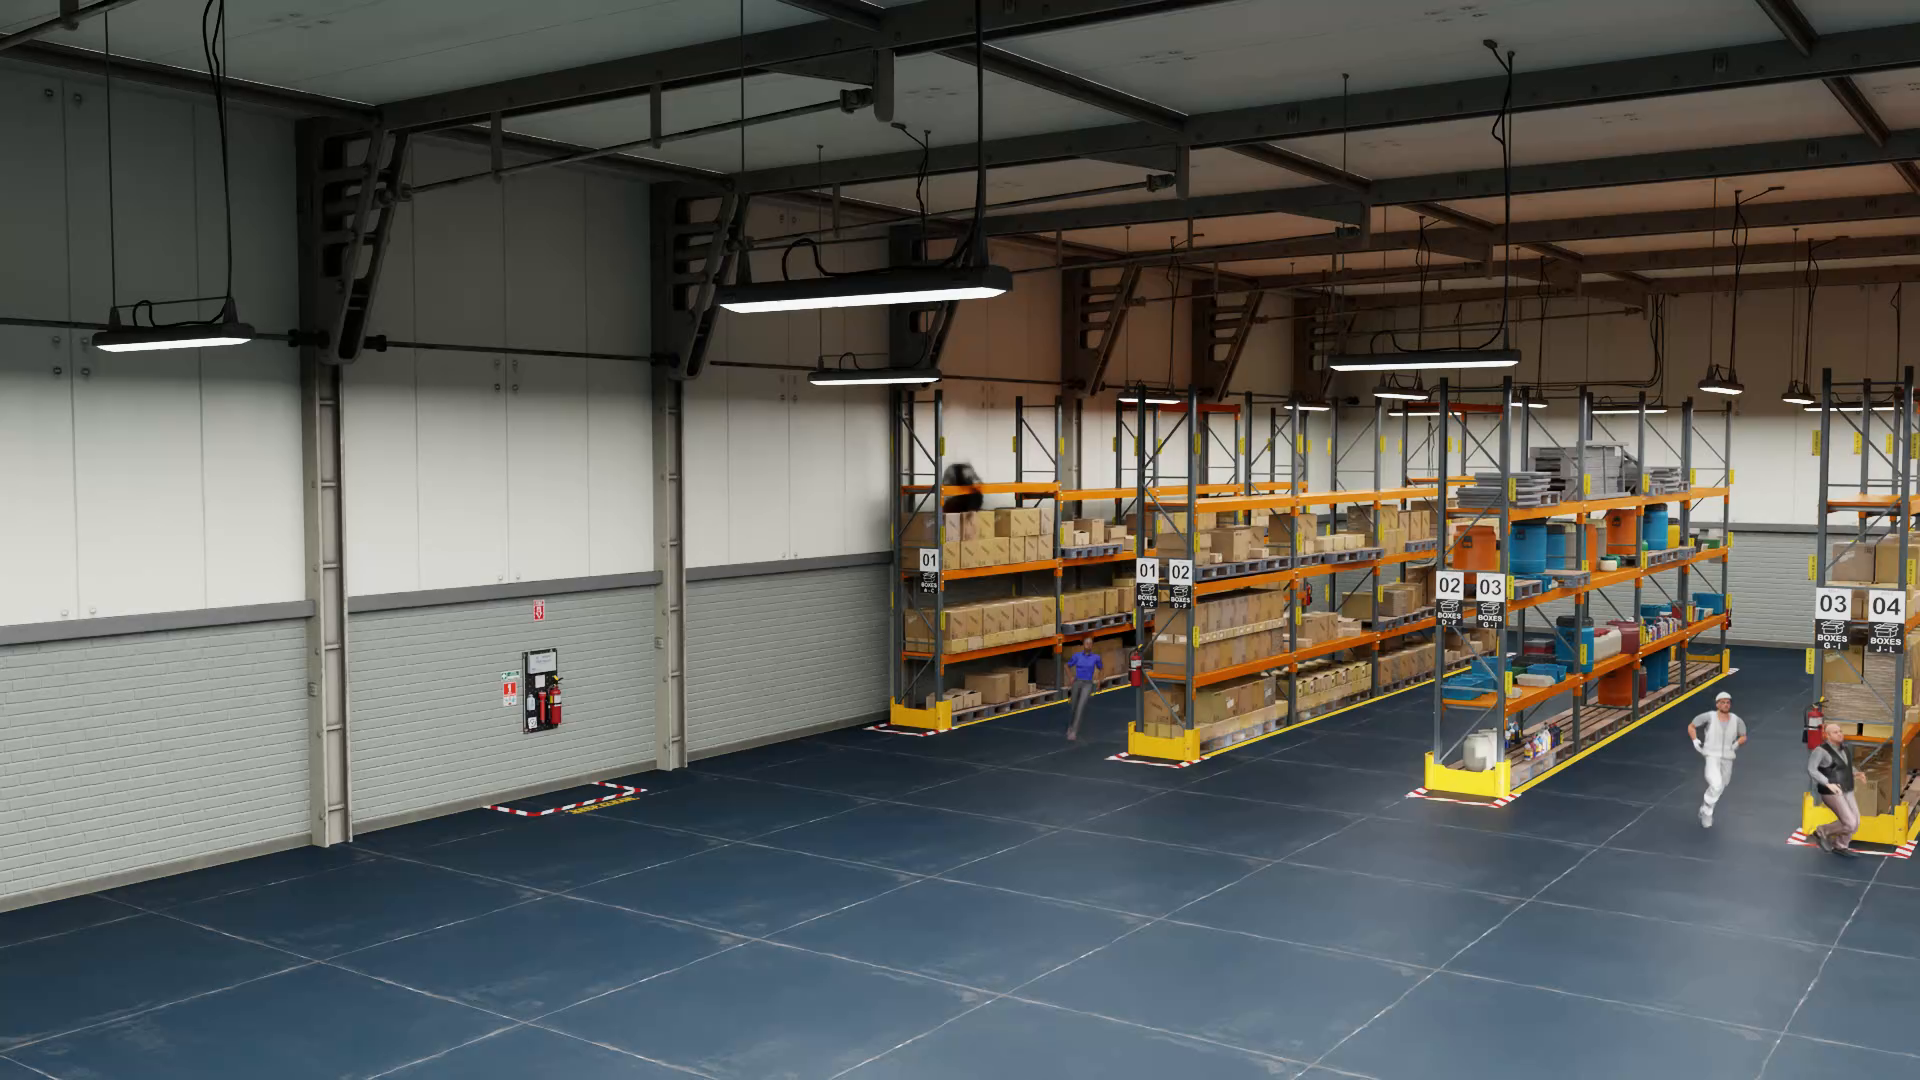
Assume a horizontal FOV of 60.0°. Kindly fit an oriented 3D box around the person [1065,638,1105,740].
[{"bbox_3d":[2.016,2.401,26.970,0.637,1.633,0.784,0,3,8],"label":"person"}]

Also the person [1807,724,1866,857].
[{"bbox_3d":[10.643,3.049,20.182,0.663,1.648,0.557,-2,4,-32],"label":"person"}]

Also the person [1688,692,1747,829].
[{"bbox_3d":[9.985,2.889,21.854,0.693,1.796,0.632,0,3,5],"label":"person"}]

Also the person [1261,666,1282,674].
[{"bbox_3d":[6.418,2.164,34.767,0.690,1.770,1.001,3,4,38],"label":"person"}]
